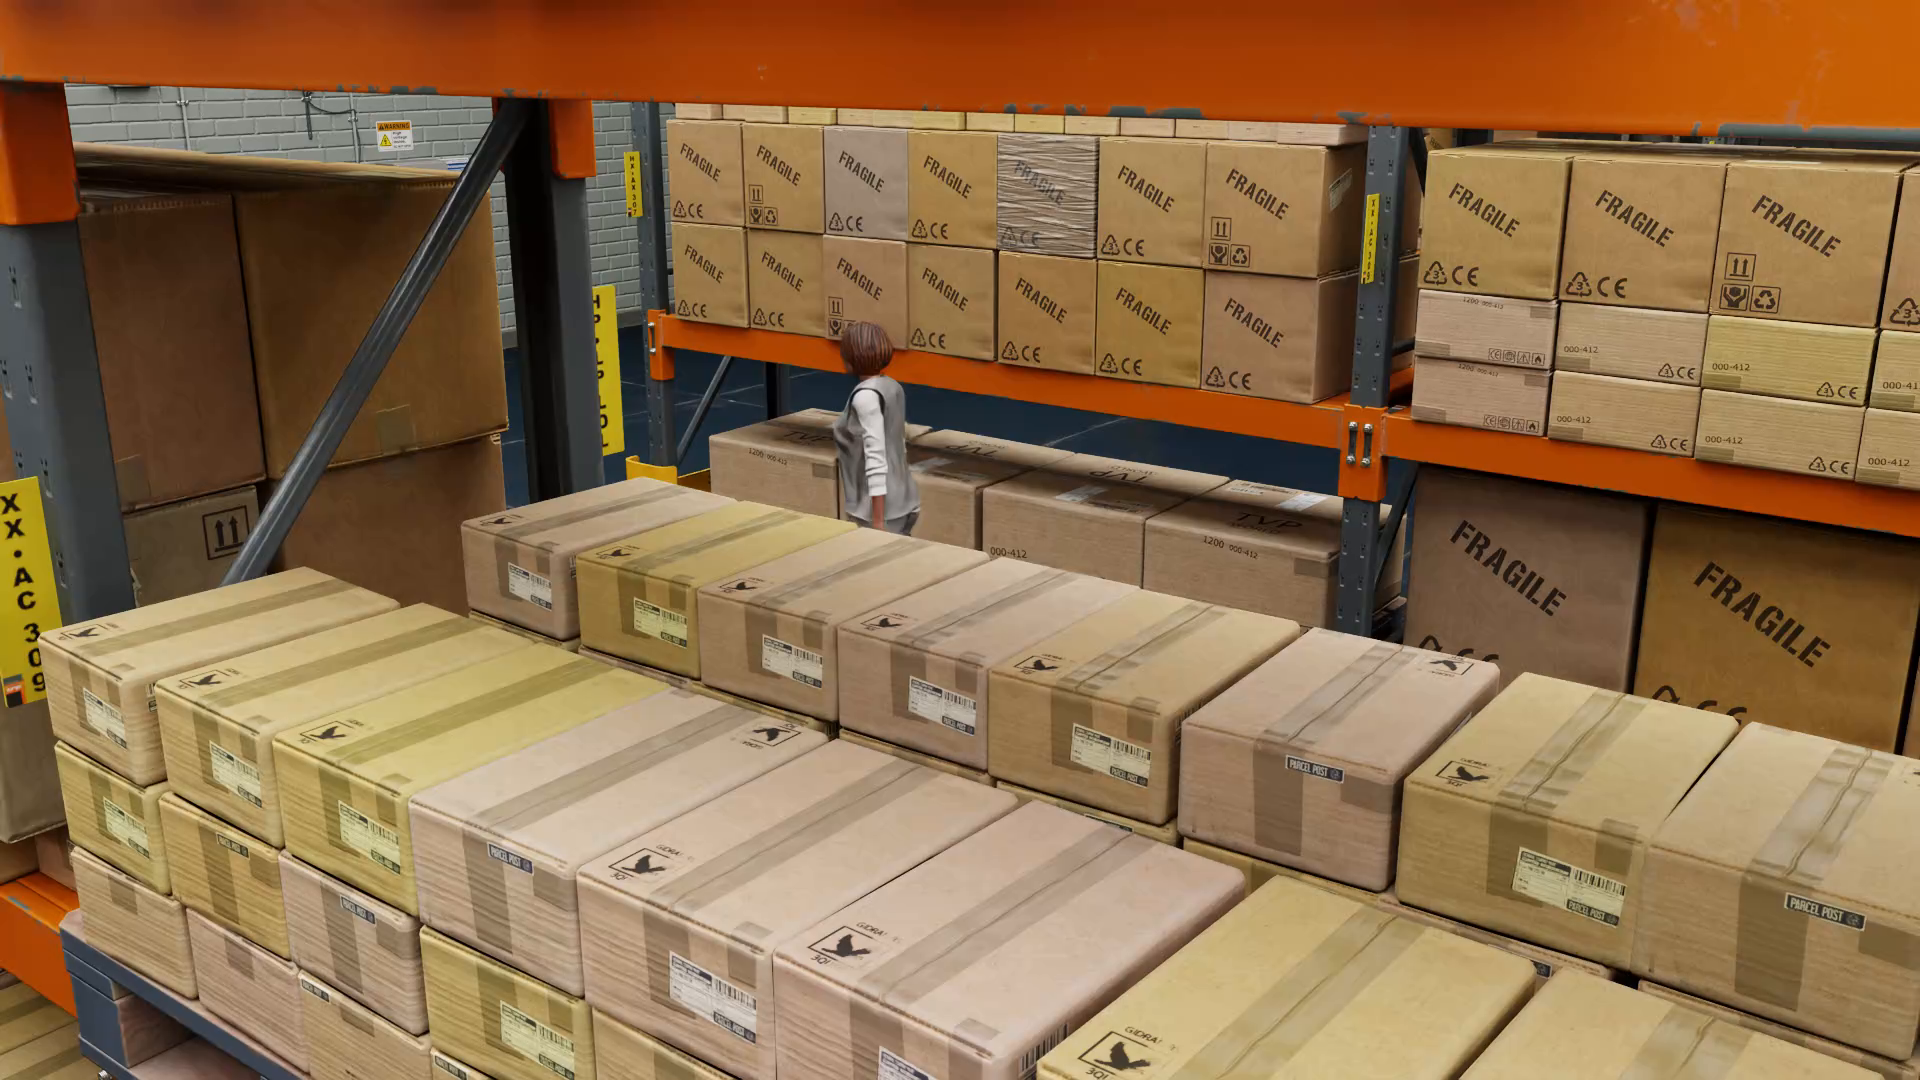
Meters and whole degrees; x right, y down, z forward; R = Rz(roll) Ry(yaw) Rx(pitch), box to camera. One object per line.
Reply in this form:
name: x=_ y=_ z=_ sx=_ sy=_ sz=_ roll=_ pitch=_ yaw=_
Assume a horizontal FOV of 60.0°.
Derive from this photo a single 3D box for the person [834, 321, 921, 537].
person: x=-0.287 y=-0.098 z=6.848 sx=0.449 sy=1.588 sz=0.471 roll=5 pitch=18 yaw=17
